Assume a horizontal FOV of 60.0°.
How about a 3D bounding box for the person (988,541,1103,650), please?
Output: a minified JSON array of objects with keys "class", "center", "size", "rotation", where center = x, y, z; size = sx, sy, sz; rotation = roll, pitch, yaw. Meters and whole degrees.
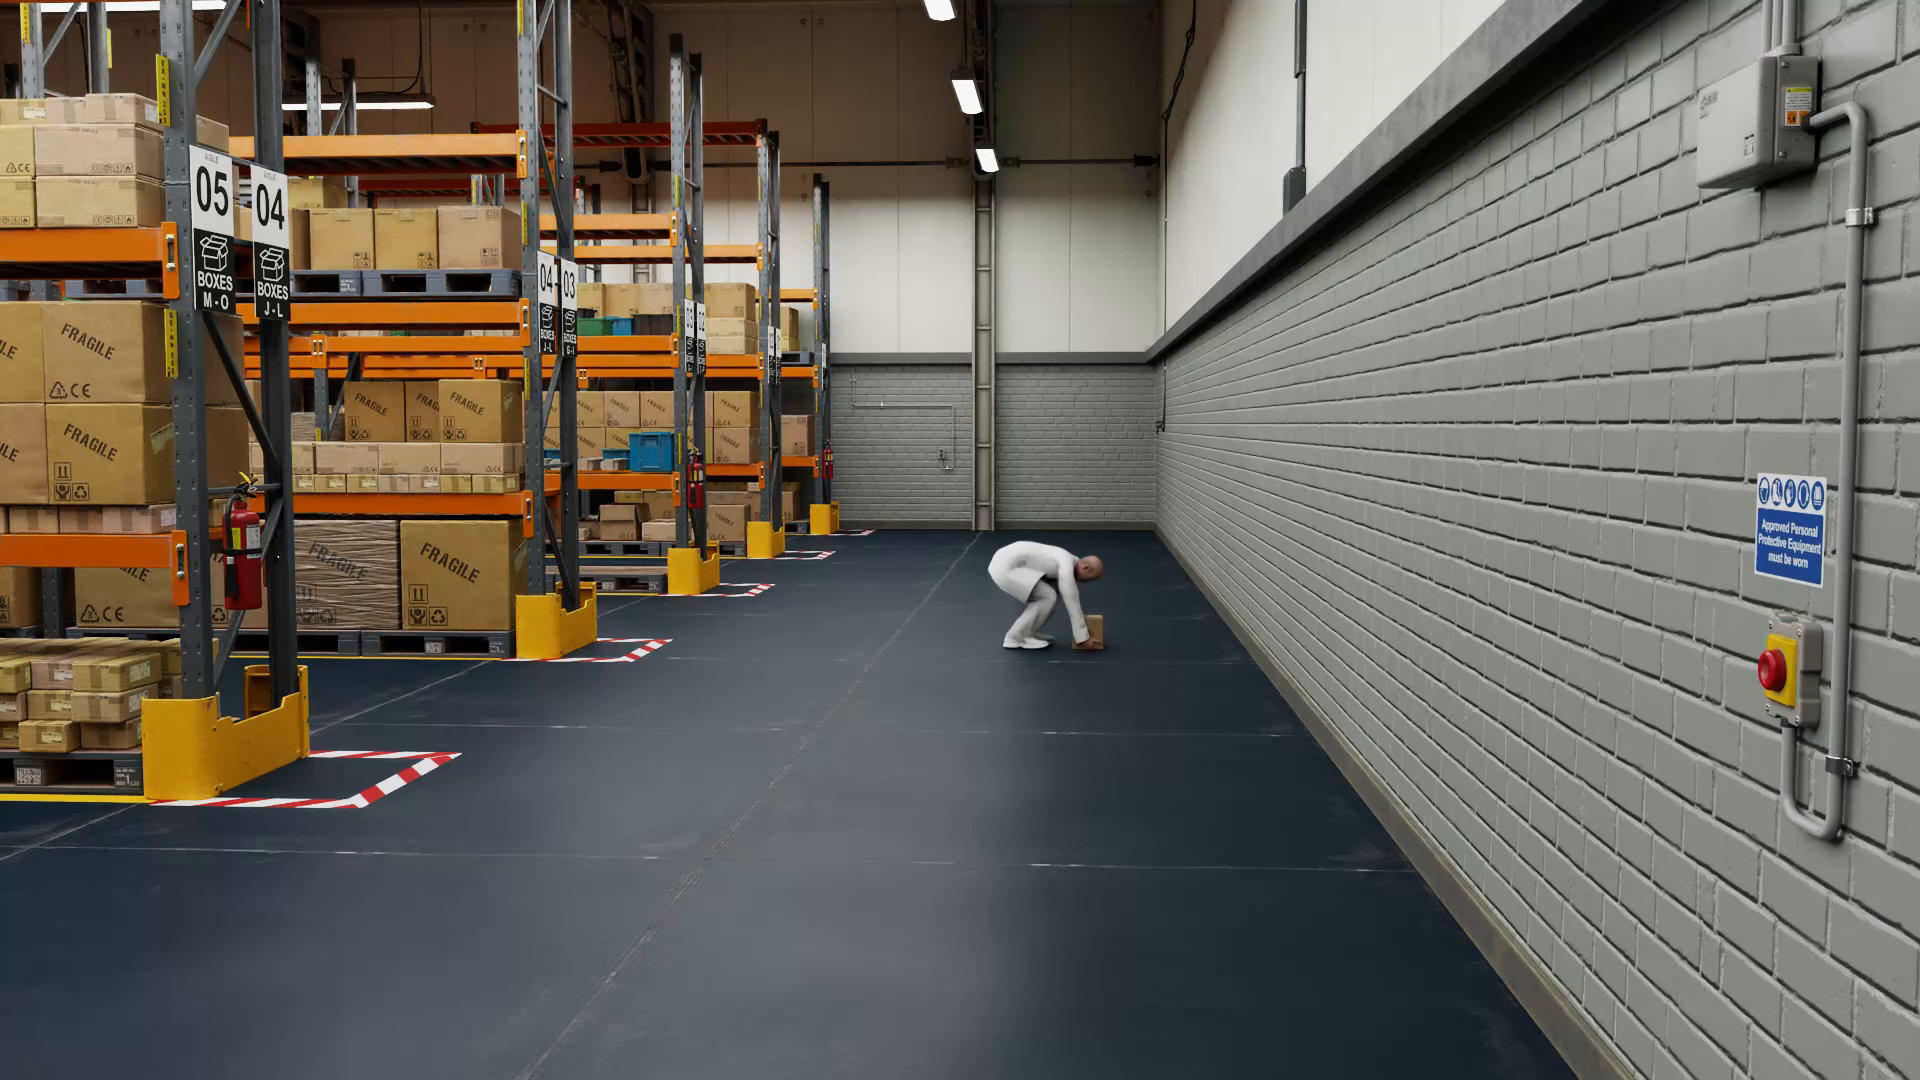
[{"class":"person","center":[0.710,0.459,13.801],"size":[0.952,0.898,0.585],"rotation":[0,4,2]}]
